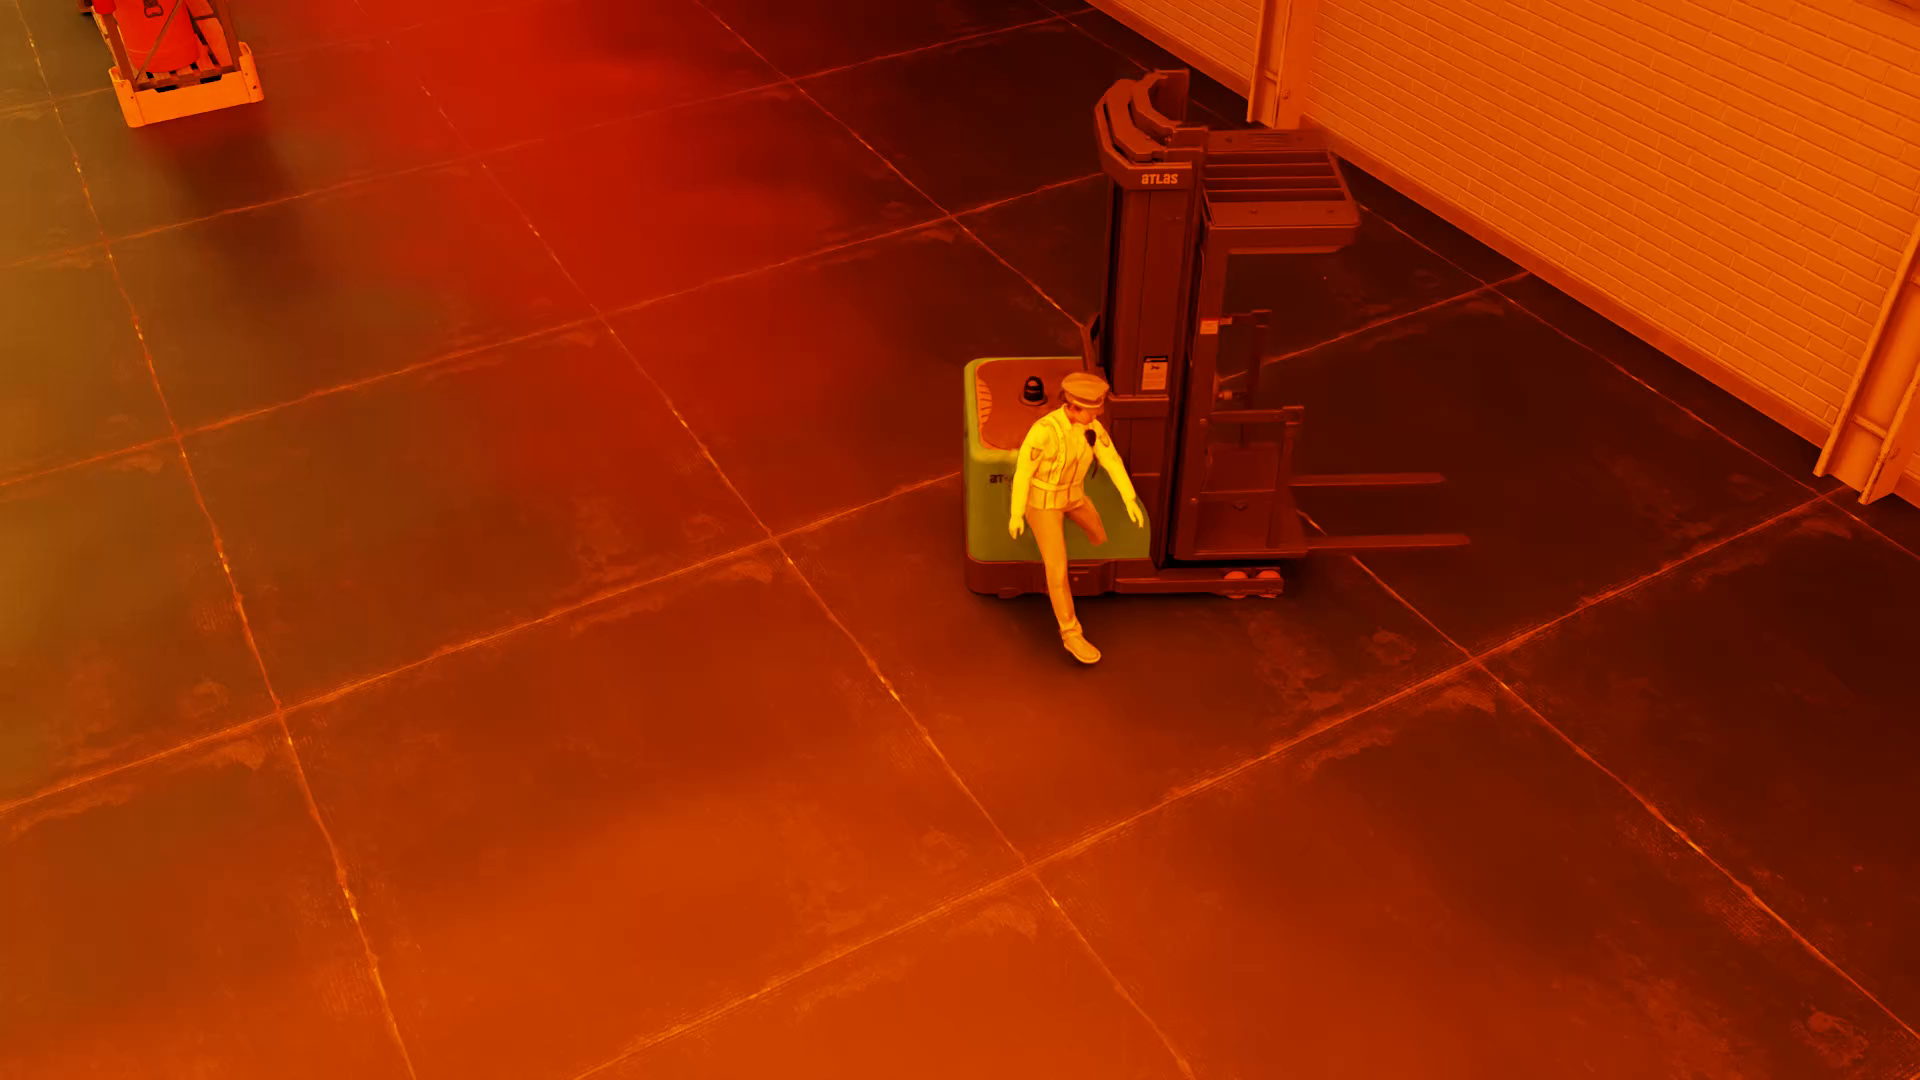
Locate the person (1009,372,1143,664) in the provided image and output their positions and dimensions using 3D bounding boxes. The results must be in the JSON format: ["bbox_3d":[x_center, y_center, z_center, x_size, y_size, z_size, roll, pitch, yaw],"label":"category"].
[{"bbox_3d":[0.681,-0.172,9.279,0.772,1.559,0.879,-29,48,-30],"label":"person"}]

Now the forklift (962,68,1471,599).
[{"bbox_3d":[1.539,-1.119,9.385,3.031,2.935,1.130,-1,40,-1],"label":"forklift"}]
